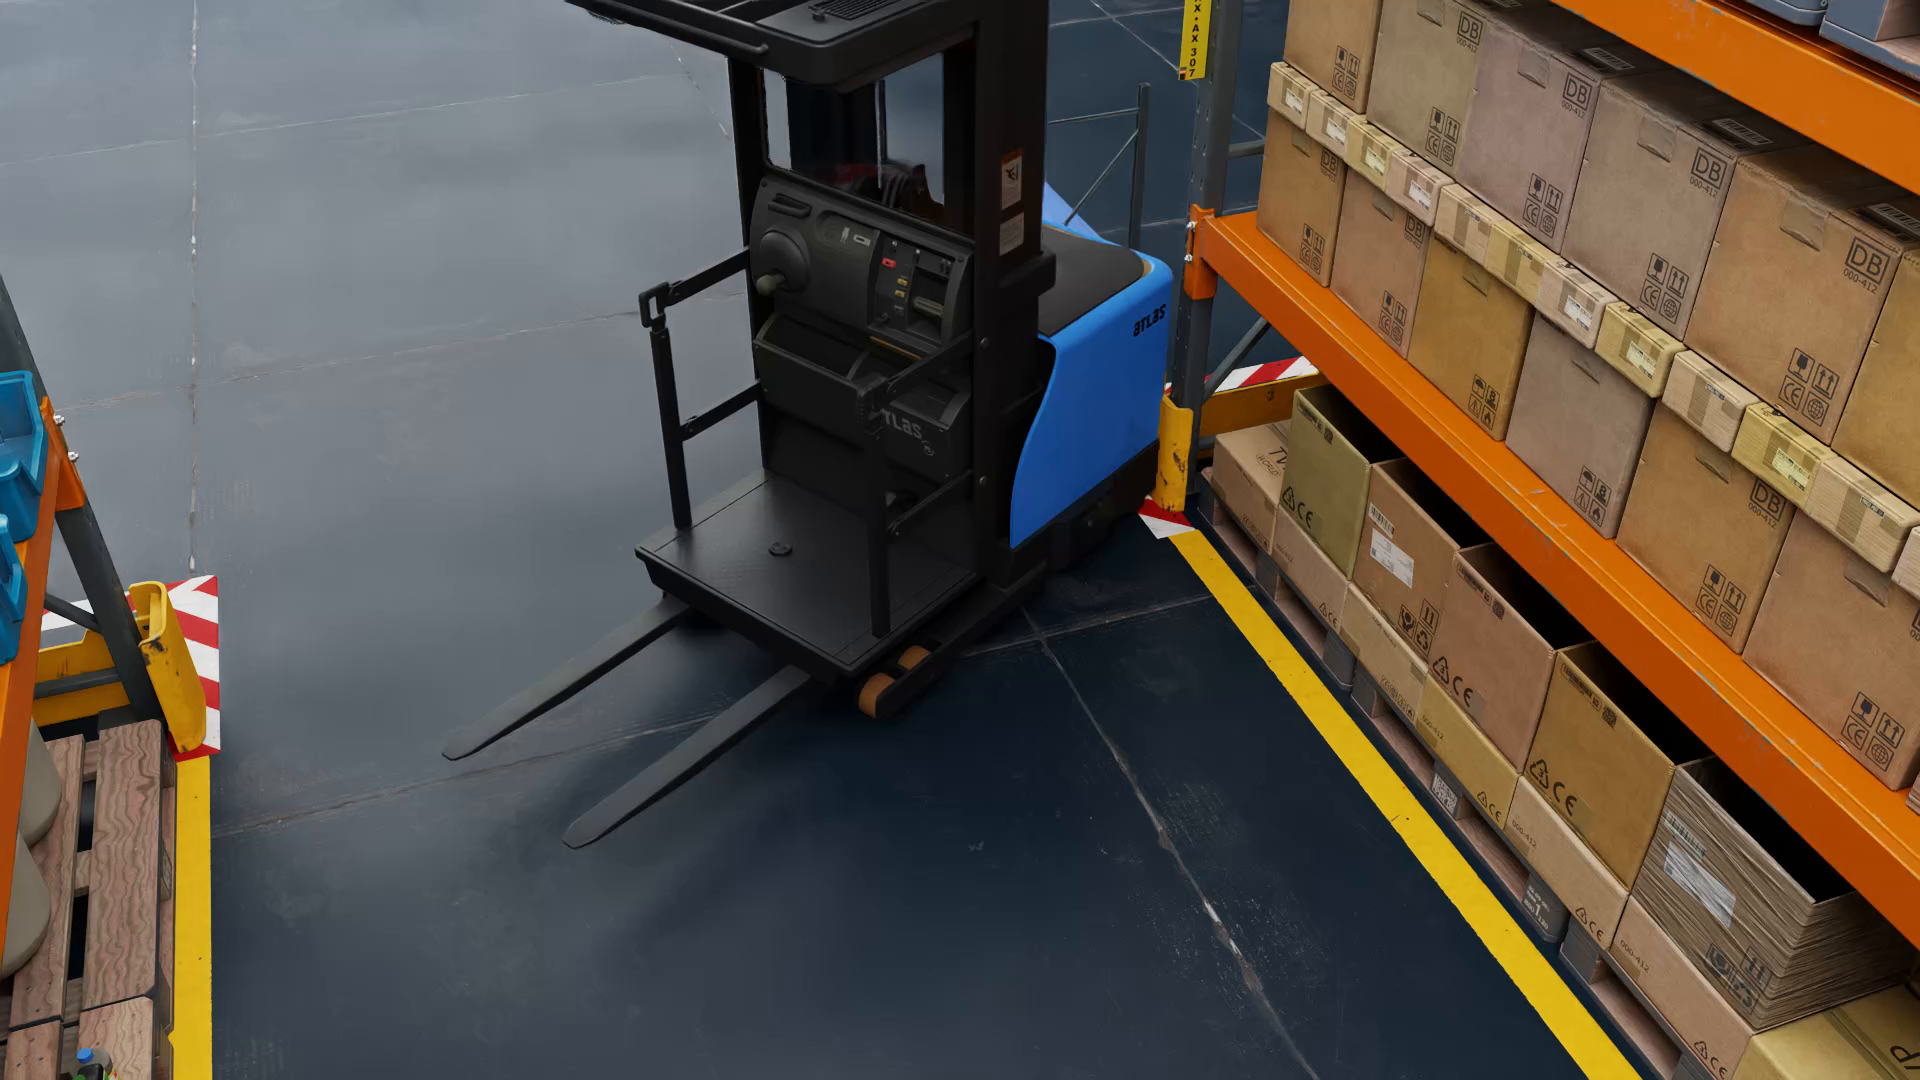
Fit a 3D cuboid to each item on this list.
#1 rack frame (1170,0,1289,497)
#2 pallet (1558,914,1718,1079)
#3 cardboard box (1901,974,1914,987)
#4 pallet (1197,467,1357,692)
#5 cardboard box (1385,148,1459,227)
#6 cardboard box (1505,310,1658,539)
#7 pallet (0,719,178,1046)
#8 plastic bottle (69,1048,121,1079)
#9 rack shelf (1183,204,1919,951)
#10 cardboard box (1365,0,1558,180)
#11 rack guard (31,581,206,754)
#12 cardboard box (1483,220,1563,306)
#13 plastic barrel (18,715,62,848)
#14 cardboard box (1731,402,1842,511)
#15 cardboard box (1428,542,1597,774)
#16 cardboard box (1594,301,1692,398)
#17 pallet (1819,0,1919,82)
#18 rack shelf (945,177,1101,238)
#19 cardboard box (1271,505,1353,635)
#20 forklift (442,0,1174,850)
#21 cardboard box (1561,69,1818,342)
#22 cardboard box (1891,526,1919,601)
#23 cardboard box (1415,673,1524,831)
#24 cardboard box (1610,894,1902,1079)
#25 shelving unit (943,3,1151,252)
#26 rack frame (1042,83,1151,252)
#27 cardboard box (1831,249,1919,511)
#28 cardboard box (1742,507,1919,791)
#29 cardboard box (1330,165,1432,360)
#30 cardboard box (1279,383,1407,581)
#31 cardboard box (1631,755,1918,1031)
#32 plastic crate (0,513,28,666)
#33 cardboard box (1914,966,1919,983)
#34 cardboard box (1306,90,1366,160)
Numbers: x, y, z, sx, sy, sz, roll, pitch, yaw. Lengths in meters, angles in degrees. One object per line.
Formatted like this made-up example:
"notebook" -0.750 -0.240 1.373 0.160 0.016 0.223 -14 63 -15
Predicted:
"rack frame" 1.348 -1.507 6.257 1.000 3.000 0.127 -12 39 -16
"pallet" 2.490 1.409 4.704 1.003 0.211 1.213 -12 39 -16
"cardboard box" 2.682 1.075 4.766 0.500 0.250 0.500 -12 39 -16
"pallet" 1.651 0.030 6.534 1.003 0.211 1.213 -12 39 -16
"cardboard box" 1.544 -1.107 5.104 0.380 0.149 0.250 -13 39 -17
"cardboard box" 2.032 -0.406 4.713 0.700 0.500 0.500 -11 38 -15
"pallet" -2.959 1.124 5.083 1.003 0.211 1.213 -12 39 -16
"plastic bottle" -2.260 1.405 4.351 0.097 0.201 0.097 0 37 0
"rack shelf" 2.036 -0.090 4.974 1.077 0.370 4.000 -12 39 -16
"cardboard box" 1.701 -1.473 5.051 0.700 0.500 0.500 -13 39 -17
"rack guard" -3.234 0.548 5.607 1.175 0.500 0.348 -12 39 -16
"cardboard box" 1.726 -0.812 4.713 0.380 0.149 0.250 -13 39 -17
"plastic barrel" -3.006 0.699 5.048 0.421 0.512 0.421 0 37 0
"cardboard box" 2.081 -0.231 3.941 0.380 0.149 0.250 -13 39 -16
"cardboard box" 1.837 0.321 5.144 0.500 0.500 0.500 -12 39 -16
"cardboard box" 1.900 -0.522 4.328 0.380 0.149 0.250 -11 38 -14
"pallet" 2.407 -0.886 3.014 1.003 0.211 1.213 -12 39 -16
"rack shelf" 0.347 -1.325 7.562 0.538 0.185 1.000 -13 39 -17
"cardboard box" 1.499 0.054 6.121 0.500 0.250 0.500 -12 39 -16
"forklift" -0.486 -0.873 5.472 1.130 2.935 3.031 26 44 30
"cardboard box" 2.048 -0.905 4.297 0.700 0.500 0.500 -12 39 -16
"cardboard box" 2.254 0.057 3.559 0.380 0.149 0.250 -14 39 -17
"cardboard box" 1.838 0.620 5.369 0.500 0.250 0.500 -12 39 -16
"cardboard box" 2.197 1.182 4.624 0.500 0.250 0.500 -12 39 -16
"shelving unit" 0.347 -1.469 7.454 0.538 1.500 1.048 -13 39 -17
"rack frame" 0.529 -1.184 7.075 0.500 1.500 0.032 -13 39 -17
"cardboard box" 2.391 -0.340 3.547 0.700 0.500 0.500 -13 39 -16
"cardboard box" 2.378 0.167 3.952 0.700 0.500 0.500 -13 39 -16
"cardboard box" 1.682 -0.985 5.481 0.700 0.500 0.500 -11 38 -15
"cardboard box" 1.498 -0.245 5.895 0.500 0.500 0.500 -12 39 -16
"cardboard box" 2.199 0.882 4.399 0.500 0.500 0.500 -12 39 -16
"plastic crate" -2.633 0.165 4.162 0.499 0.251 0.408 -12 39 -16
"cardboard box" 2.859 1.057 4.167 0.500 0.500 0.500 -12 39 -16
"cardboard box" 1.374 -1.391 5.481 0.380 0.149 0.250 -13 39 -17
